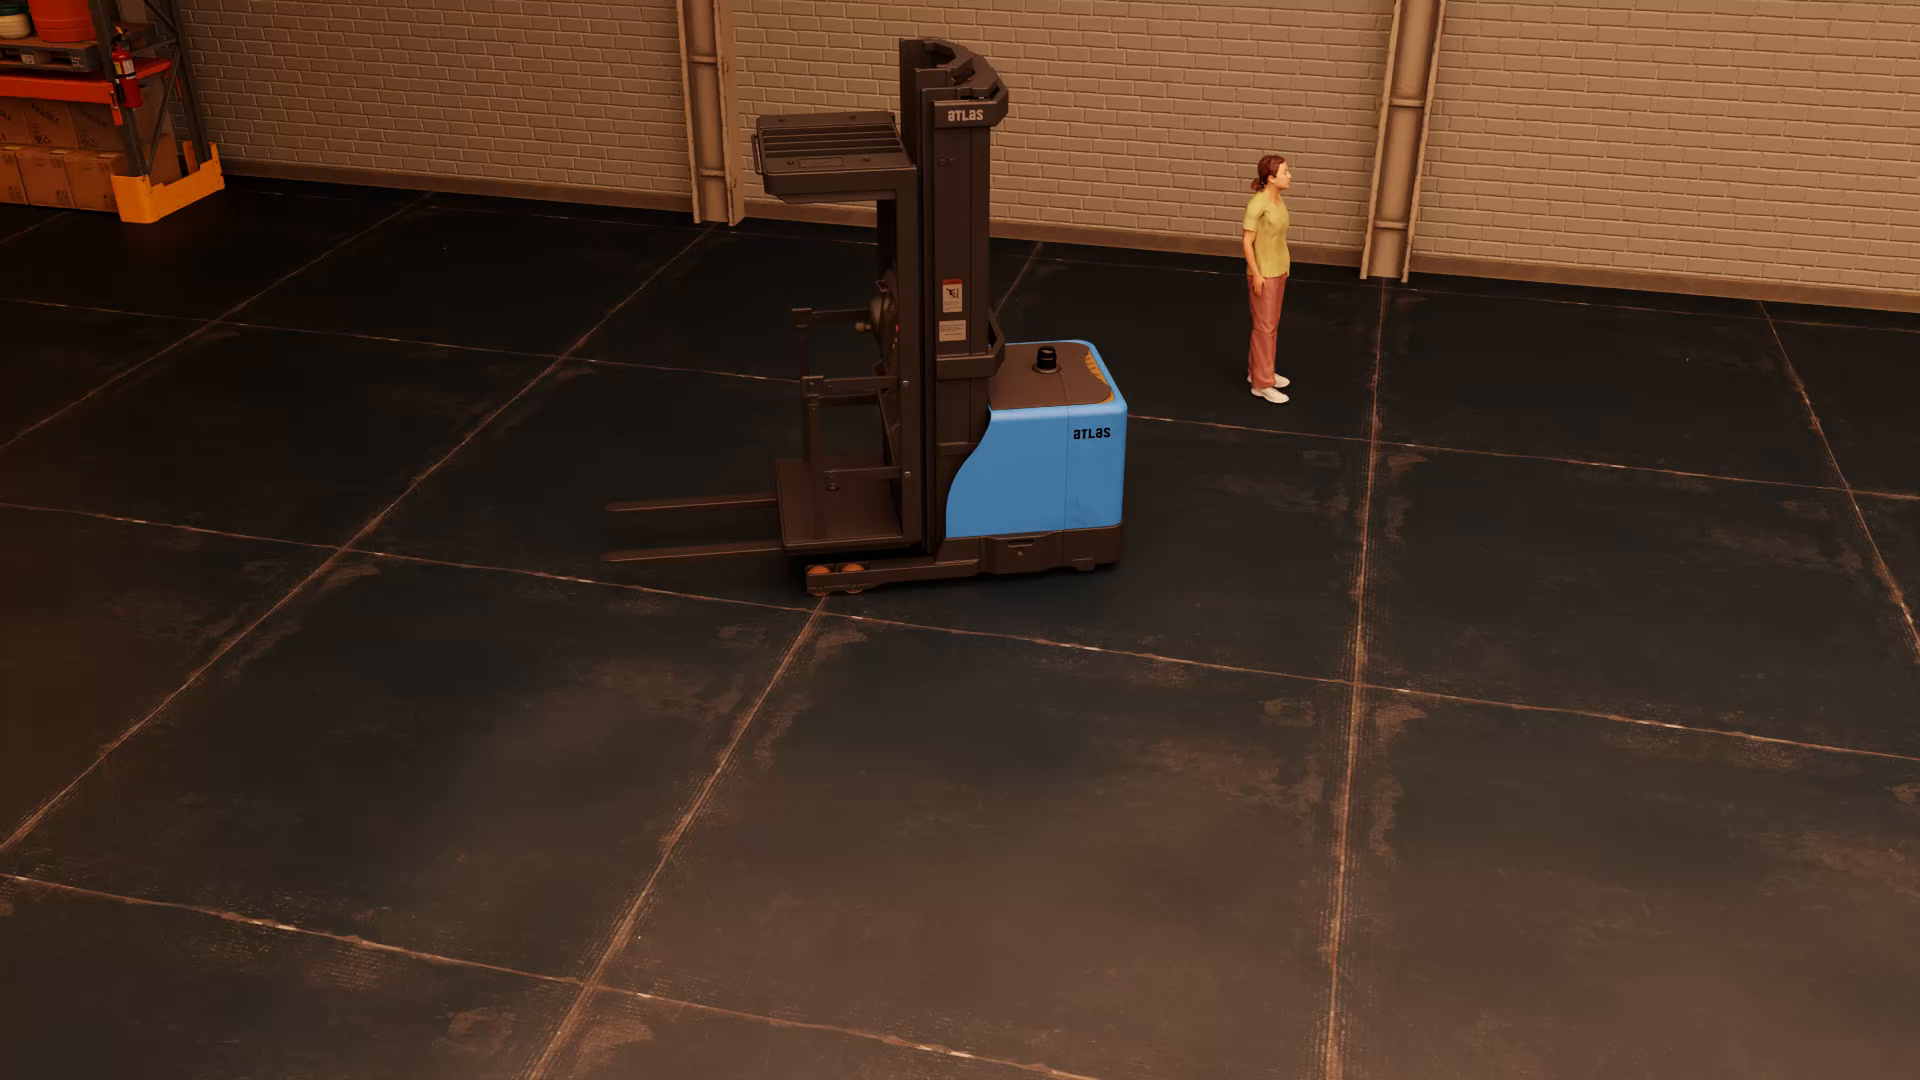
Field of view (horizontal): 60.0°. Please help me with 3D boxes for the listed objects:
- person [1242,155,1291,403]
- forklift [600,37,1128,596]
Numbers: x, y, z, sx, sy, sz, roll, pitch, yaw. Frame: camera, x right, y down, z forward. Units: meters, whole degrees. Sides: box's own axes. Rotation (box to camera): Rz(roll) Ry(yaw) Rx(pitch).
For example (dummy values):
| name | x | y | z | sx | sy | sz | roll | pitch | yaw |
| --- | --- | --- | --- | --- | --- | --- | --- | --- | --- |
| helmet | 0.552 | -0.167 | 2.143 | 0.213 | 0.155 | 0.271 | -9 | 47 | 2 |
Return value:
| name | x | y | z | sx | sy | sz | roll | pitch | yaw |
| --- | --- | --- | --- | --- | --- | --- | --- | --- | --- |
| person | 2.231 | -1.862 | 11.715 | 0.549 | 1.673 | 0.552 | 18 | 34 | 29 |
| forklift | -0.602 | -1.232 | 9.345 | 3.031 | 2.935 | 1.130 | -4 | 30 | -7 |
